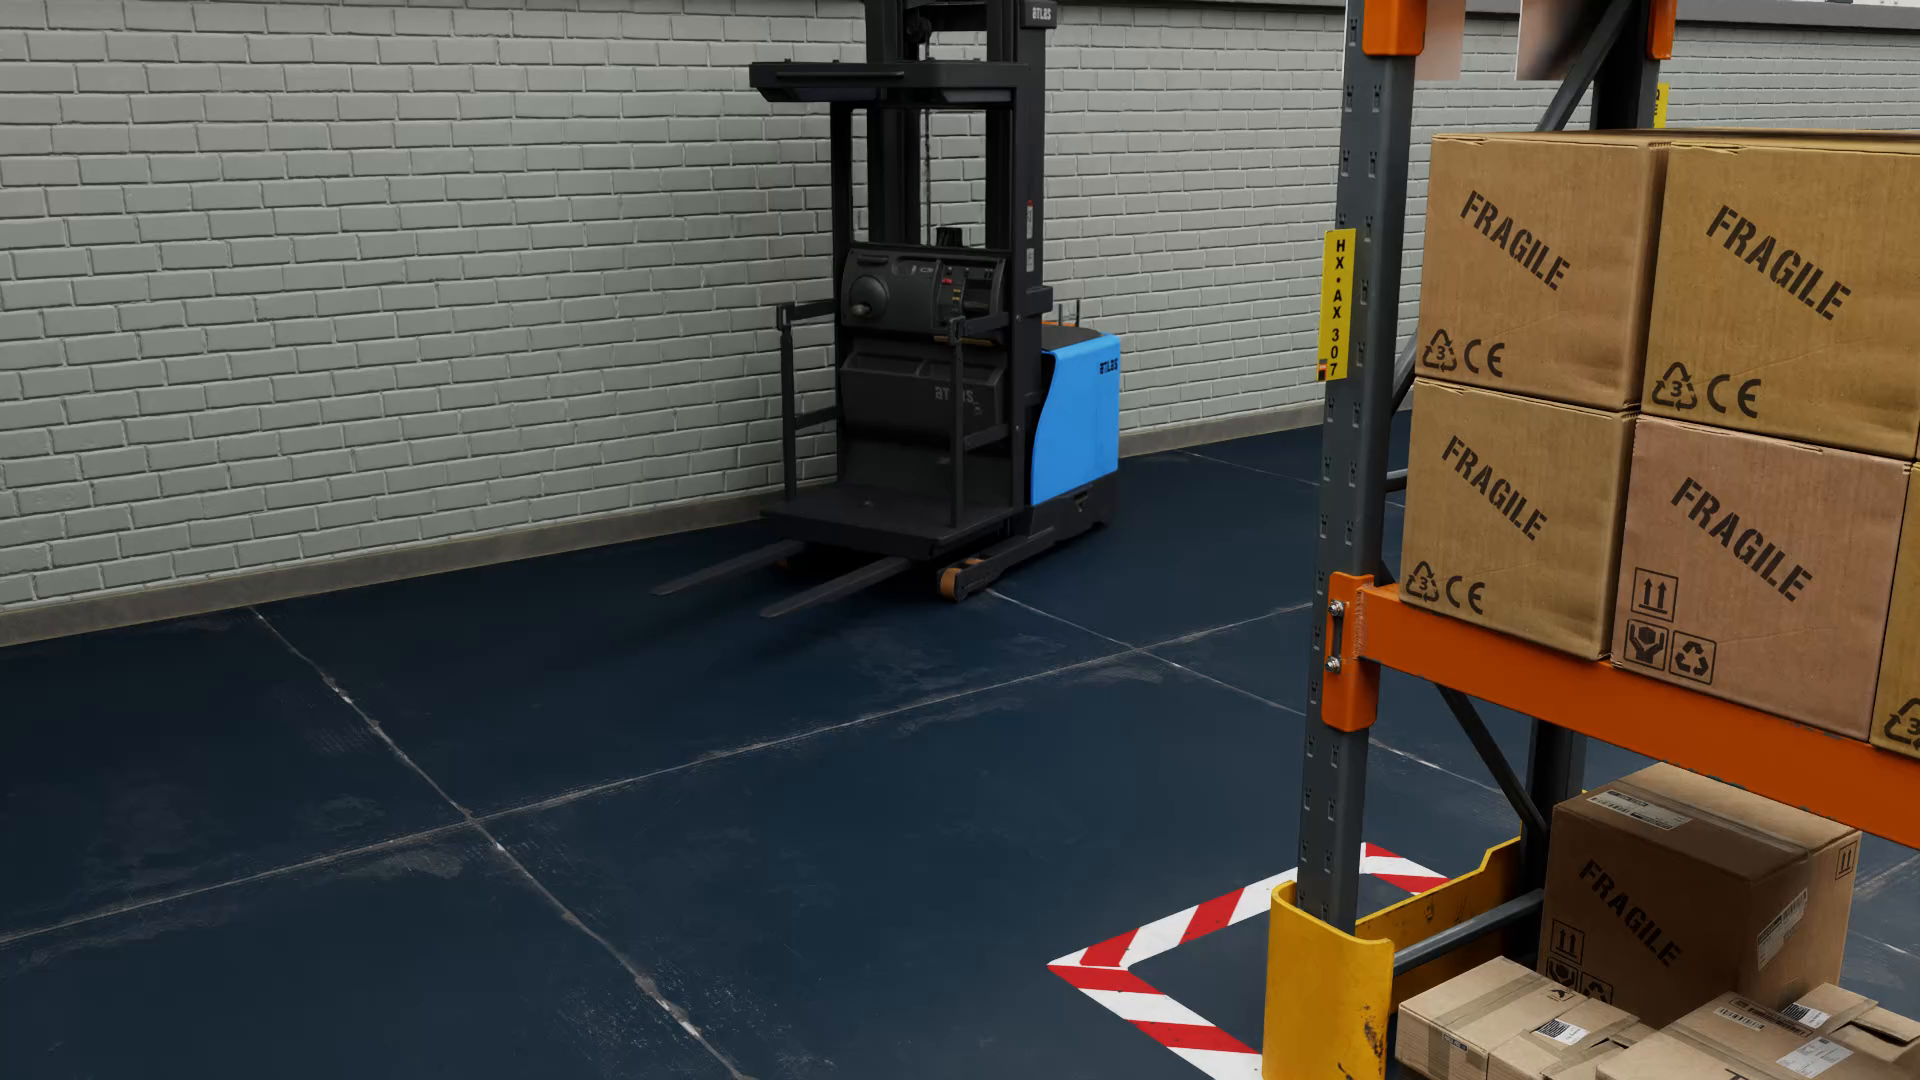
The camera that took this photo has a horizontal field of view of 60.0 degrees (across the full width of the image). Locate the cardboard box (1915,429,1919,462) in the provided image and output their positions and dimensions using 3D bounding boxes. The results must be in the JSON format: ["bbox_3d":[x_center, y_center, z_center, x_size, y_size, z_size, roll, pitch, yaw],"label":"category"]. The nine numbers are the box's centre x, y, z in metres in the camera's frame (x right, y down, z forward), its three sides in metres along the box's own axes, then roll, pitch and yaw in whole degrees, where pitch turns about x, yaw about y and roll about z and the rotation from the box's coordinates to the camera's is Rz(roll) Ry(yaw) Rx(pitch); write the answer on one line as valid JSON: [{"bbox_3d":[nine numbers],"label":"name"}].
[{"bbox_3d":[1.911,-0.354,2.605,0.500,0.500,0.500,-11,19,-34],"label":"cardboard box"}]

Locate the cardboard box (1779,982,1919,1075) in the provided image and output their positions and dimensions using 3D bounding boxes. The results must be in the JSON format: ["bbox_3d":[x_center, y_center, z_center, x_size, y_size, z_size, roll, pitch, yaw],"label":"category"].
[{"bbox_3d":[1.944,1.155,3.707,0.380,0.166,0.250,-11,19,-35],"label":"cardboard box"}]

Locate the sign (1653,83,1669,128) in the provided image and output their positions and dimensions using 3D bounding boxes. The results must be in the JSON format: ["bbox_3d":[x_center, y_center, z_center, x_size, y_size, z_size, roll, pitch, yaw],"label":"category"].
[{"bbox_3d":[1.721,-0.970,4.147,0.100,0.325,0.005,-11,19,-35],"label":"sign"}]

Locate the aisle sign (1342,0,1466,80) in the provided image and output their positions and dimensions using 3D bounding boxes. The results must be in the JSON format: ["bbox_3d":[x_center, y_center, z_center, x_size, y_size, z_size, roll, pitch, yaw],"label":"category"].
[{"bbox_3d":[0.982,-1.400,3.586,0.394,0.787,0.004,-11,19,-35],"label":"aisle sign"}]

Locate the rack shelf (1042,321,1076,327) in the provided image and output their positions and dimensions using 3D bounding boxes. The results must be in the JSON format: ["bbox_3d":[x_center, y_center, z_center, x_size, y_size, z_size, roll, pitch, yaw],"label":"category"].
[{"bbox_3d":[0.418,-1.198,9.693,0.480,0.148,0.258,9,18,30],"label":"rack shelf"}]

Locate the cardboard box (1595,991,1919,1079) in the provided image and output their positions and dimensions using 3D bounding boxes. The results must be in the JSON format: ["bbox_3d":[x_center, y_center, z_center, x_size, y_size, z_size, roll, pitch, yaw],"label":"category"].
[{"bbox_3d":[1.644,1.204,3.372,0.500,0.250,0.500,-11,19,-35],"label":"cardboard box"}]

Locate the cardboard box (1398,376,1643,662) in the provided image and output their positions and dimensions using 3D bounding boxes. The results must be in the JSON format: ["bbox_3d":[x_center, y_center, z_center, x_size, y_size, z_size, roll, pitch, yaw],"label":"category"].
[{"bbox_3d":[1.307,-0.090,3.533,0.500,0.500,0.500,-10,18,-33],"label":"cardboard box"}]

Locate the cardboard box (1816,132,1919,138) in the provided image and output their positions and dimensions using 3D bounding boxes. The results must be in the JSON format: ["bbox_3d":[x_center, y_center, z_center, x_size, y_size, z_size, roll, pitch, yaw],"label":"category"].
[{"bbox_3d":[2.042,-0.548,3.312,0.500,0.500,0.500,-10,18,-33],"label":"cardboard box"}]

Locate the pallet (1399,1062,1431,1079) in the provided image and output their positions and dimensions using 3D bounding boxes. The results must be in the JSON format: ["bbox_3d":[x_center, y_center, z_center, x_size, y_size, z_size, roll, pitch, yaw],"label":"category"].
[{"bbox_3d":[1.774,1.354,3.730,1.003,0.211,1.213,-11,19,-35],"label":"pallet"}]

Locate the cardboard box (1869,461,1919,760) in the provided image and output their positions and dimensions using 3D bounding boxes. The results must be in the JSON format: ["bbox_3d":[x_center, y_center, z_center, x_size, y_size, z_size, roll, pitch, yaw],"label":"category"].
[{"bbox_3d":[1.908,0.127,2.741,0.500,0.500,0.500,-11,19,-35],"label":"cardboard box"}]

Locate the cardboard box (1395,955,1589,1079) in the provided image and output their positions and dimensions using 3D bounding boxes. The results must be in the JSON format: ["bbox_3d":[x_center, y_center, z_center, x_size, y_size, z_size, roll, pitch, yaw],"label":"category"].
[{"bbox_3d":[1.228,1.128,3.839,0.380,0.149,0.250,-11,19,-35],"label":"cardboard box"}]

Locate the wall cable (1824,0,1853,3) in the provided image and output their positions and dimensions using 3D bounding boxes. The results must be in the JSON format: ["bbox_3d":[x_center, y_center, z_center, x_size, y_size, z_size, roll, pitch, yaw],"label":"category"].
[{"bbox_3d":[8.738,-7.902,14.807,2.277,5.999,0.120,-11,19,-35],"label":"wall cable"}]

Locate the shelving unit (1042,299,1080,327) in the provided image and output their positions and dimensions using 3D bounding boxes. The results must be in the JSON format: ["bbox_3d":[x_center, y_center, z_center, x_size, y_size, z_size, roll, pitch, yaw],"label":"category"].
[{"bbox_3d":[0.418,-0.819,9.797,0.503,1.200,0.258,9,18,30],"label":"shelving unit"}]

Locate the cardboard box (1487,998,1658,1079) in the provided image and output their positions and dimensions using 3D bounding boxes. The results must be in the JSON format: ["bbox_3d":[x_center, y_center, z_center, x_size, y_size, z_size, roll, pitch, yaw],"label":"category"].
[{"bbox_3d":[1.375,1.173,3.642,0.380,0.166,0.250,-11,19,-35],"label":"cardboard box"}]

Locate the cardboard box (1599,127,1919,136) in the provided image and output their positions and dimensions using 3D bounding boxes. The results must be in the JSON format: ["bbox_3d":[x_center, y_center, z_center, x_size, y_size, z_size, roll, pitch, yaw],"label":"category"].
[{"bbox_3d":[1.744,-0.656,3.706,0.500,0.500,0.500,-11,19,-35],"label":"cardboard box"}]

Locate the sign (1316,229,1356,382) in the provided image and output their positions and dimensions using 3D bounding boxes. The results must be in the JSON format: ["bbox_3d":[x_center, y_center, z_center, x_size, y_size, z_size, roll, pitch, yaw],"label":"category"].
[{"bbox_3d":[0.821,-0.511,3.620,0.100,0.325,0.005,-11,19,-35],"label":"sign"}]

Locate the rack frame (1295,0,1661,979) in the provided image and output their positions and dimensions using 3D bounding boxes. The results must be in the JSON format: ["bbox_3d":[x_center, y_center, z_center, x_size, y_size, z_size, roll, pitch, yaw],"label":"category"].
[{"bbox_3d":[1.260,-0.177,4.042,1.000,3.000,0.127,-11,19,-35],"label":"rack frame"}]

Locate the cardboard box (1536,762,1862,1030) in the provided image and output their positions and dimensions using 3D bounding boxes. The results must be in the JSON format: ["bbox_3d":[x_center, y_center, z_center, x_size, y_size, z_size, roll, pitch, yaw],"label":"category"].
[{"bbox_3d":[1.779,0.894,4.030,0.500,0.500,0.500,-11,19,-35],"label":"cardboard box"}]

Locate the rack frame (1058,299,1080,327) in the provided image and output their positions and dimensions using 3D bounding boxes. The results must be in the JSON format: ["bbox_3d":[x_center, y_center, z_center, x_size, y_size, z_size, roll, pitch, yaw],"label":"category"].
[{"bbox_3d":[0.627,-0.786,9.675,0.015,1.200,0.240,9,18,30],"label":"rack frame"}]

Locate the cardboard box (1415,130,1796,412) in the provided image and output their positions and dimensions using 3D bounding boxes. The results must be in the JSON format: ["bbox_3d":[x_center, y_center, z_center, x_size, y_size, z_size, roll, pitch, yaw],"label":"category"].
[{"bbox_3d":[1.307,-0.572,3.401,0.500,0.500,0.500,-10,18,-33],"label":"cardboard box"}]

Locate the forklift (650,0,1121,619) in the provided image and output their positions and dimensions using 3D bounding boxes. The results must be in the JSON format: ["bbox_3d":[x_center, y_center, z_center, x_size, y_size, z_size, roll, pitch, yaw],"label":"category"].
[{"bbox_3d":[-0.299,-1.257,8.115,1.130,2.935,3.031,9,18,30],"label":"forklift"}]

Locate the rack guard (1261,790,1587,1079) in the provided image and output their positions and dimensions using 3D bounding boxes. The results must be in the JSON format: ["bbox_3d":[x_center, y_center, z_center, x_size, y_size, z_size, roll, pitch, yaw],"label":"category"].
[{"bbox_3d":[1.305,1.044,4.313,1.175,0.500,0.348,-11,19,-35],"label":"rack guard"}]

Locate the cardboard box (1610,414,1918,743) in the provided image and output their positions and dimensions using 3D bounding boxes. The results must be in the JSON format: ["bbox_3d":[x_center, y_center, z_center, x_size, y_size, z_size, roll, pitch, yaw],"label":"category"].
[{"bbox_3d":[1.615,0.019,3.134,0.500,0.500,0.500,-11,19,-35],"label":"cardboard box"}]

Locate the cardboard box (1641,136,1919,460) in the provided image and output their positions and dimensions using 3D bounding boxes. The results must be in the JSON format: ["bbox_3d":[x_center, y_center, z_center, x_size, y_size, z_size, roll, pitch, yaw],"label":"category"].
[{"bbox_3d":[1.621,-0.462,2.998,0.500,0.500,0.500,-11,19,-34],"label":"cardboard box"}]

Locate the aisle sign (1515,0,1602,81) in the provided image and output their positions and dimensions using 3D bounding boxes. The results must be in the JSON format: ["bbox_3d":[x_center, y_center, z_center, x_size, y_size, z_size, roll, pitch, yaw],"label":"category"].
[{"bbox_3d":[1.468,-1.493,3.926,0.394,0.787,0.004,-11,19,-35],"label":"aisle sign"}]

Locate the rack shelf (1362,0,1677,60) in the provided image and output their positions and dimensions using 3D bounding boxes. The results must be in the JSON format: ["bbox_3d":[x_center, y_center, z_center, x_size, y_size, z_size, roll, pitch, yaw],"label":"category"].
[{"bbox_3d":[2.436,-0.850,2.181,1.077,0.370,4.000,-11,19,-35],"label":"rack shelf"}]

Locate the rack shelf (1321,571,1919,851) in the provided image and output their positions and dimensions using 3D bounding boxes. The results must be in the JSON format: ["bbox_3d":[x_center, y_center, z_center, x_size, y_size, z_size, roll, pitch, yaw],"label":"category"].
[{"bbox_3d":[2.436,0.597,2.577,1.077,0.370,4.000,-11,19,-35],"label":"rack shelf"}]
